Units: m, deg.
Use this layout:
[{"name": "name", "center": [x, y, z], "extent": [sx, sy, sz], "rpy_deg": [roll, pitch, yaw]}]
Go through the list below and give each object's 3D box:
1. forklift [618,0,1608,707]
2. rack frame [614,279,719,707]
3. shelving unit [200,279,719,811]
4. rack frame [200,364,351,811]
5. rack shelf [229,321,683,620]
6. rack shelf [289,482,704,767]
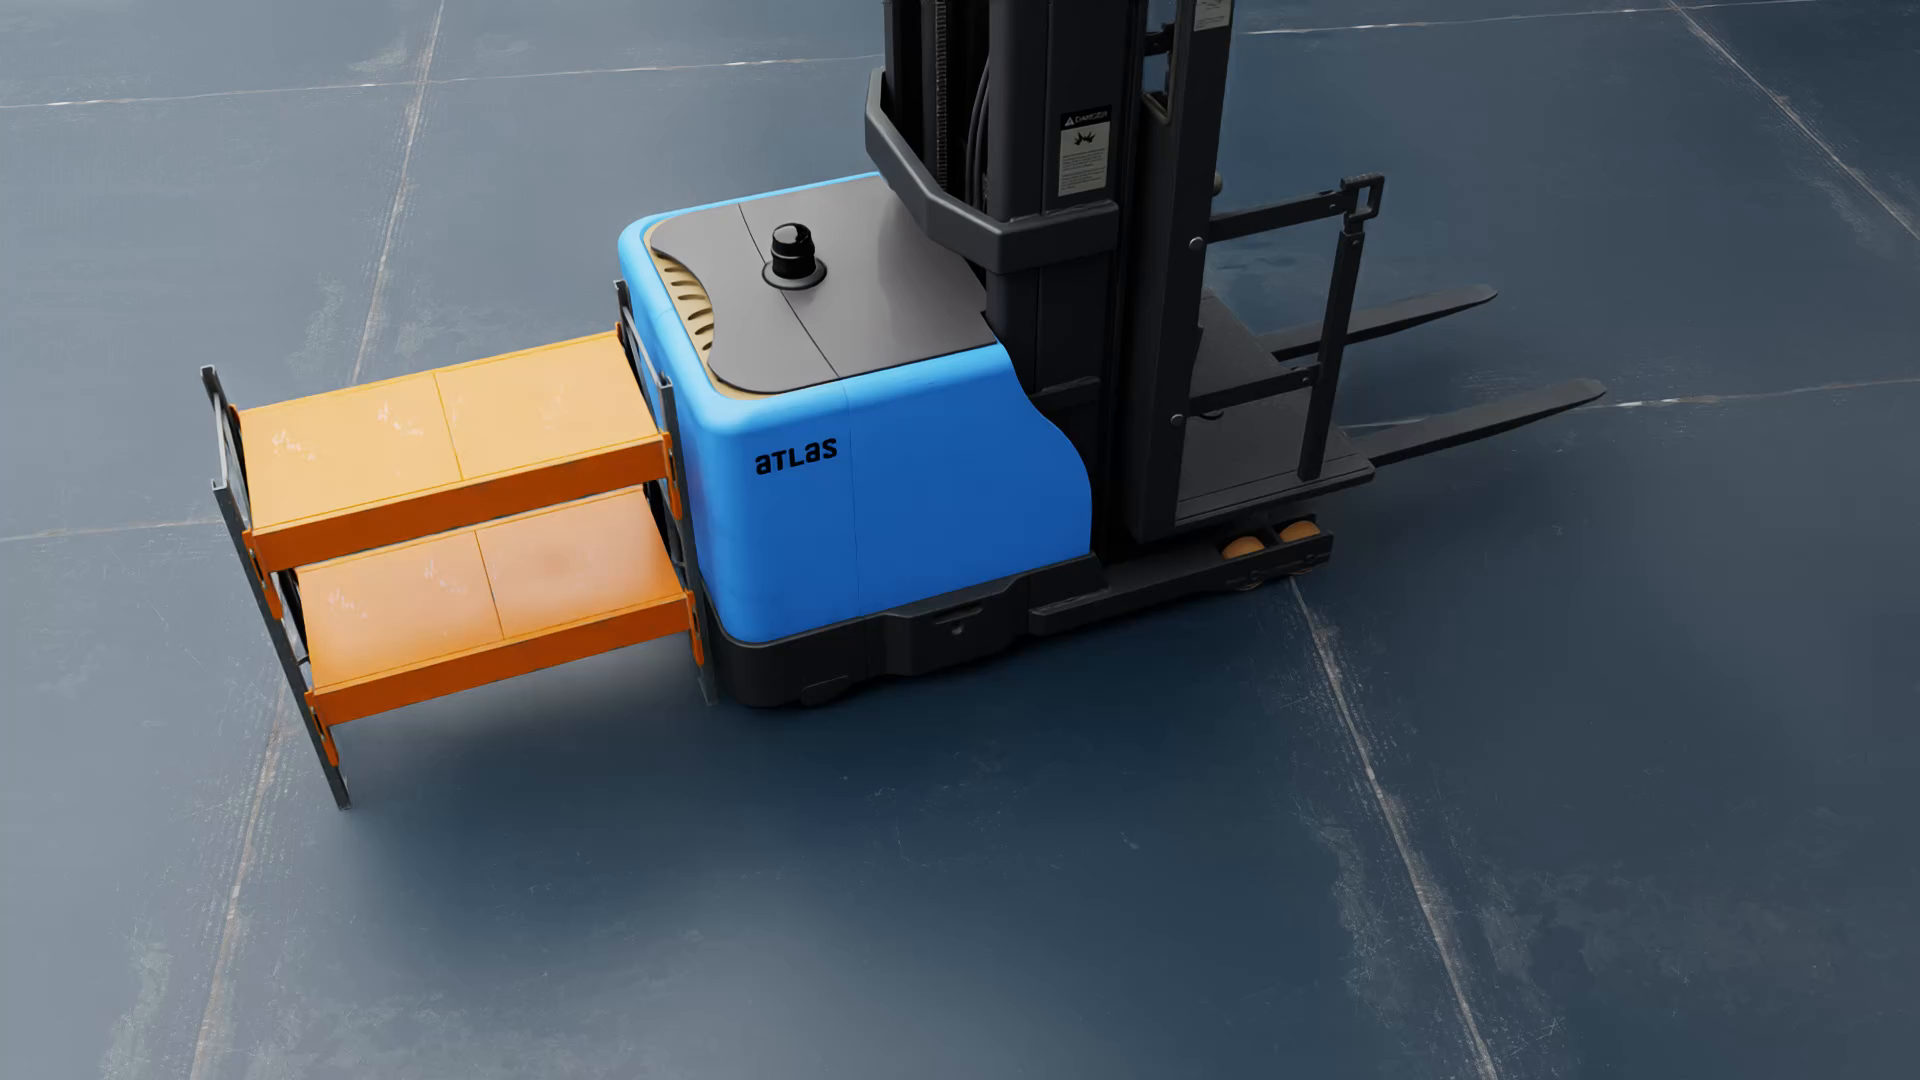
[{"name": "forklift", "center": [0.601, -1.249, 4.446], "extent": [3.031, 2.935, 1.130], "rpy_deg": [-15, 44, -16]}, {"name": "rack frame", "center": [-0.793, -0.103, 4.525], "extent": [0.032, 1.125, 0.500], "rpy_deg": [-15, 44, -16]}, {"name": "shelving unit", "center": [-1.266, 0.023, 4.385], "extent": [1.048, 1.125, 0.538], "rpy_deg": [-15, 44, -16]}, {"name": "rack frame", "center": [-1.738, 0.149, 4.245], "extent": [0.032, 1.125, 0.500], "rpy_deg": [-15, 44, -16]}, {"name": "rack shelf", "center": [-1.266, -0.195, 4.189], "extent": [1.000, 0.278, 0.538], "rpy_deg": [-15, 44, -16]}, {"name": "rack shelf", "center": [-1.266, 0.204, 4.549], "extent": [1.000, 0.278, 0.538], "rpy_deg": [-15, 44, -16]}]
